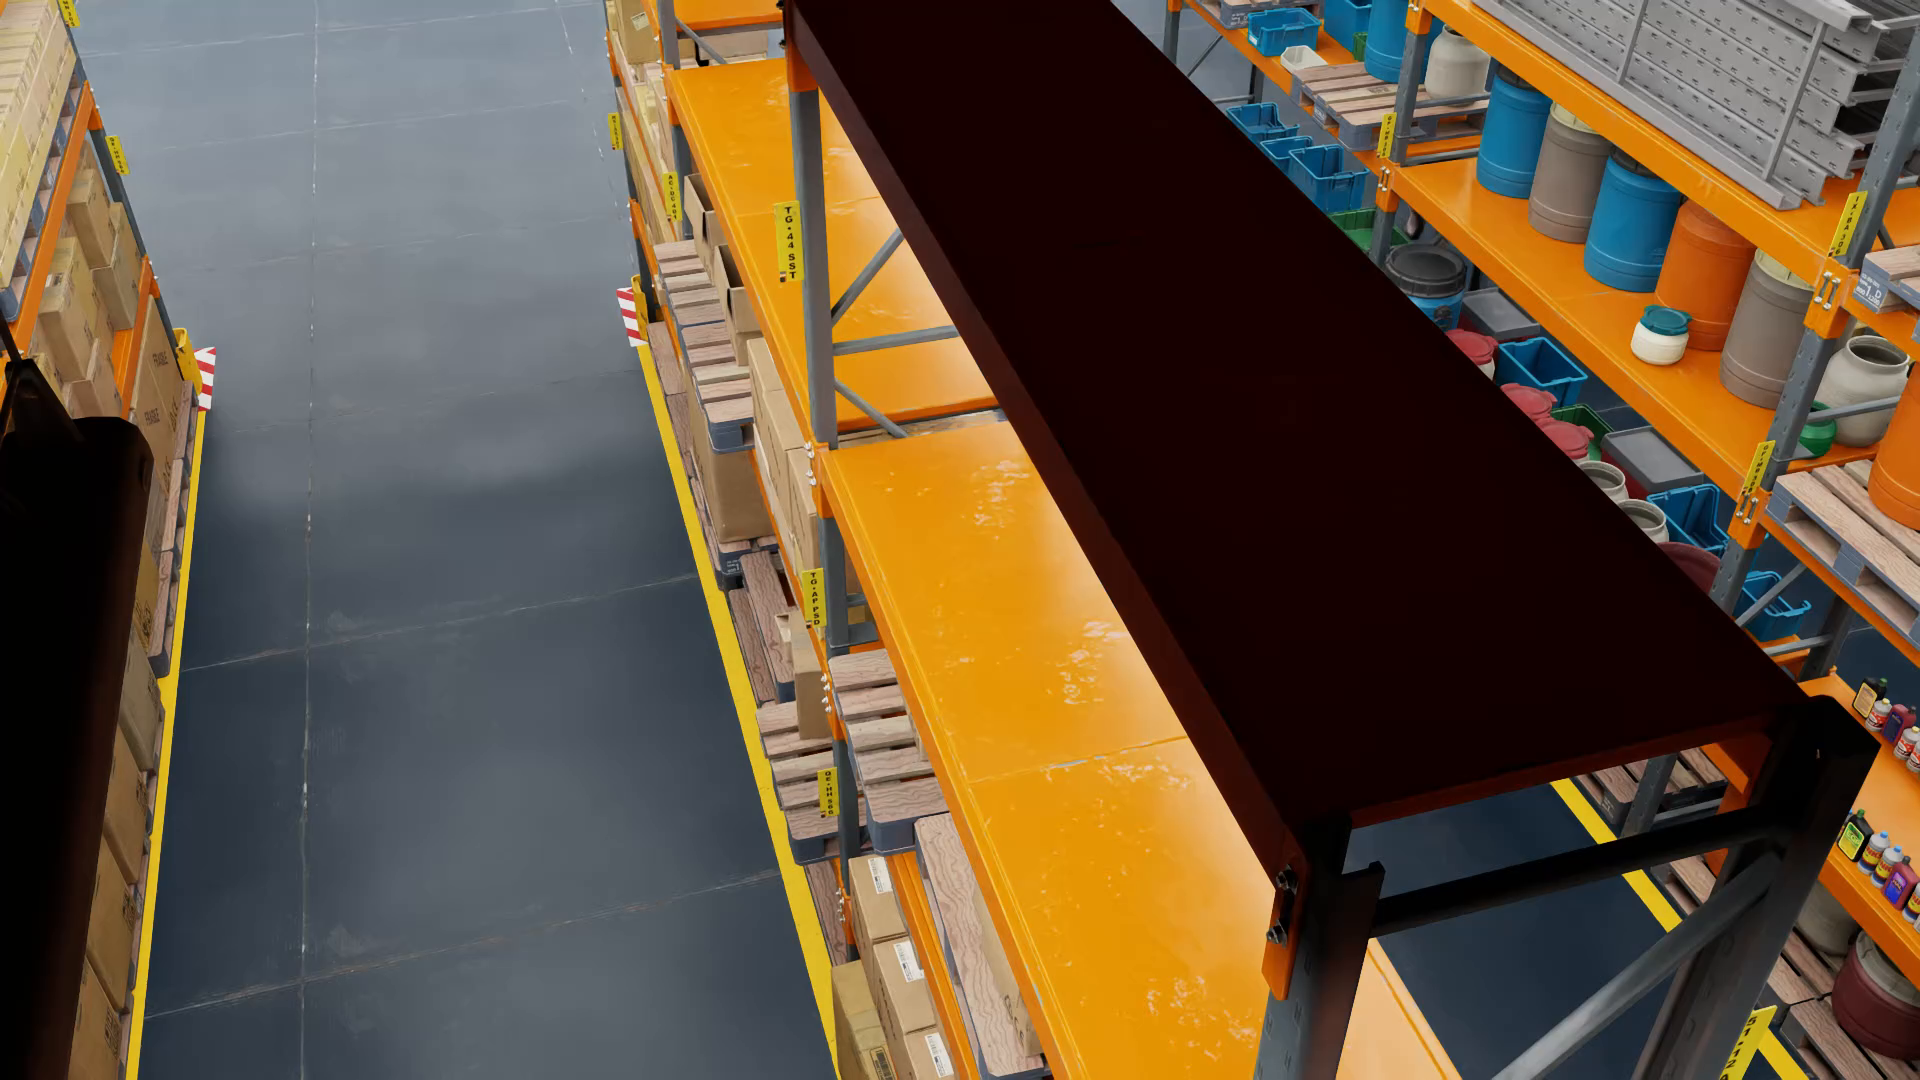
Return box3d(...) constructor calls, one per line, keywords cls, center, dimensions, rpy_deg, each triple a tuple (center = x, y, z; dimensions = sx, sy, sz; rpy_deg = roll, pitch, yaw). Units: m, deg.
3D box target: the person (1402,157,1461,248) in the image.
box3d(cls="person", center=(4.532, -3.549, 15.956), dimensions=(0.612, 1.687, 0.936), rpy_deg=(-5, 39, -6))
